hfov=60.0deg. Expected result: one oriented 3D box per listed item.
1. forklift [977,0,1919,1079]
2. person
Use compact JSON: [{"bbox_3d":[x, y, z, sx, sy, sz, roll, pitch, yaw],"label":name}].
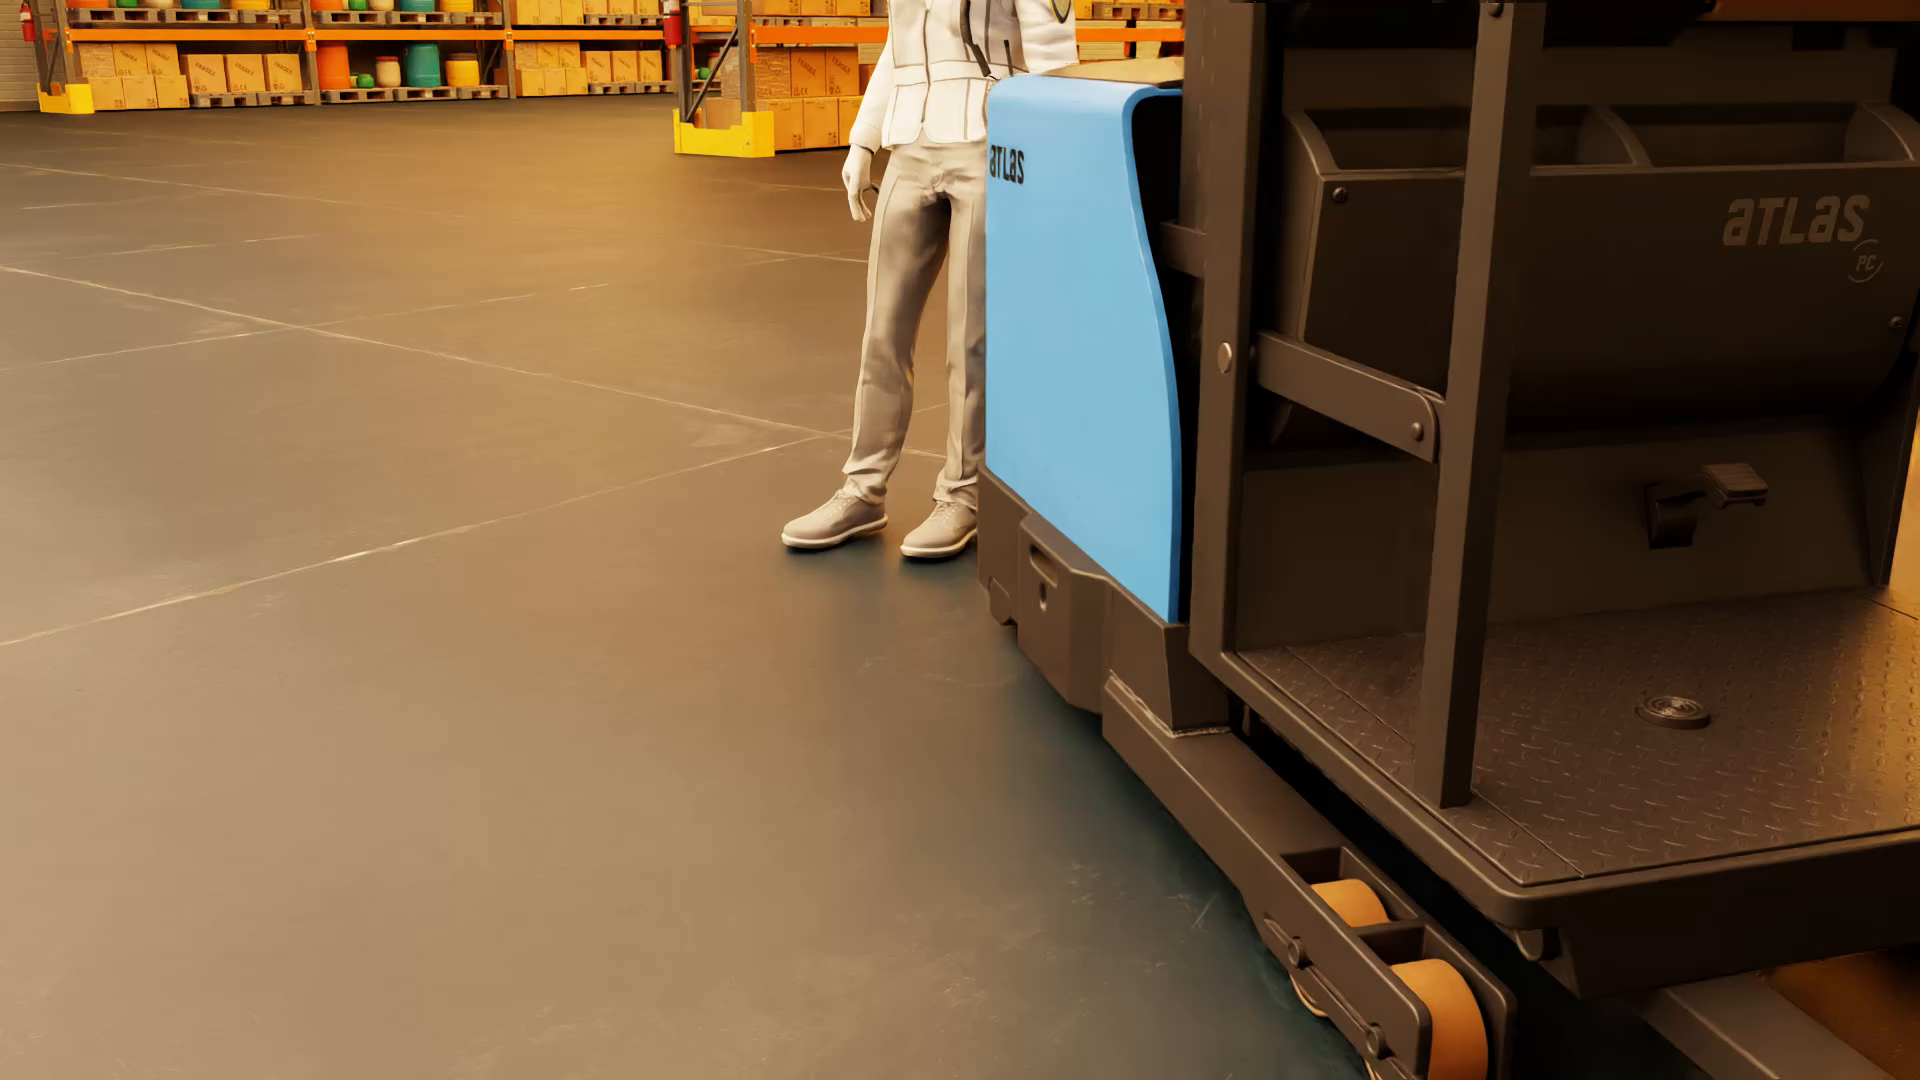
[{"bbox_3d":[0.921,-0.893,1.838,1.130,2.935,3.031,-5,17,-15],"label":"forklift"},{"bbox_3d":[-0.049,-0.804,3.647,0.586,1.694,0.530,13,21,37],"label":"person"}]
